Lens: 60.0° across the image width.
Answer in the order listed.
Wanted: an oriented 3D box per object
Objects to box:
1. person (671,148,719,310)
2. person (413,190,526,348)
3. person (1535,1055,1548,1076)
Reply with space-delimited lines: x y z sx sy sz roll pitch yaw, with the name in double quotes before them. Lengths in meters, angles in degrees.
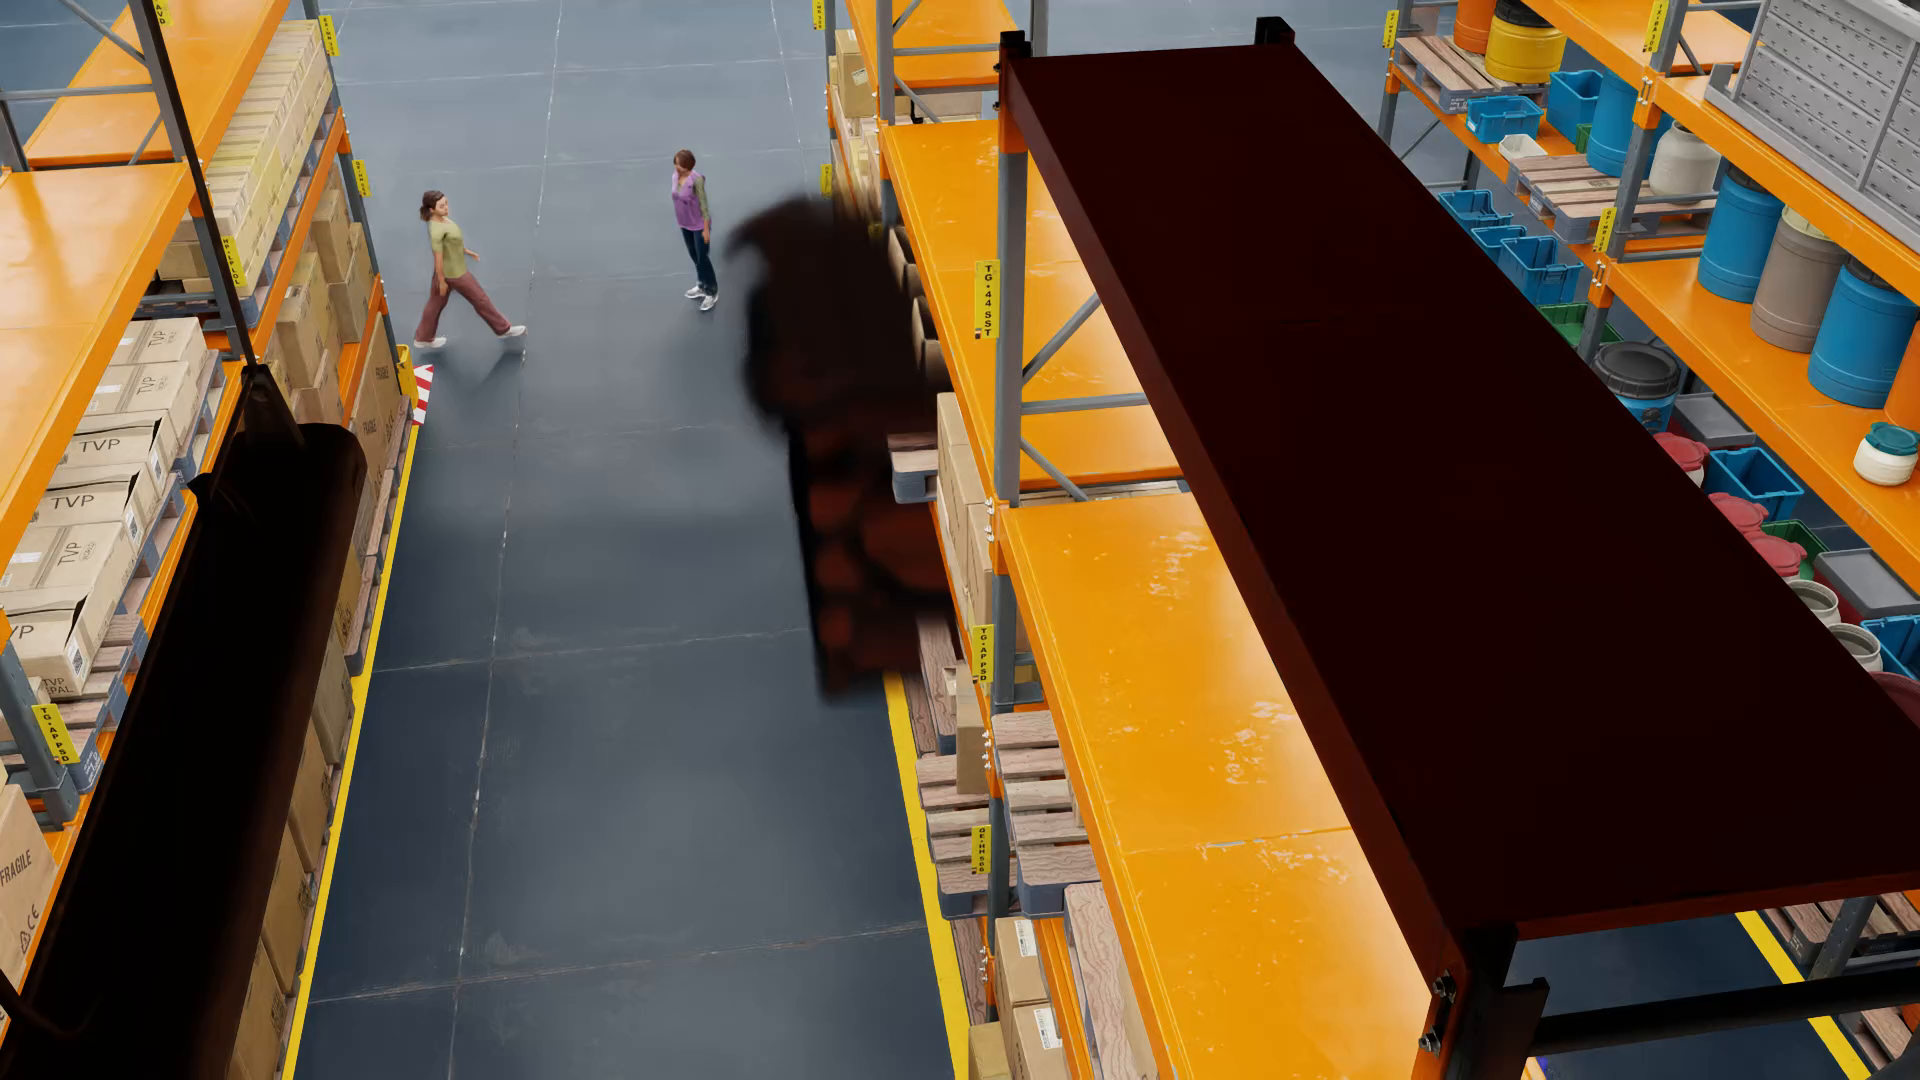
"person" -2.621 -3.083 16.305 0.491 1.608 0.329 29 45 33
"person" -4.711 -2.544 15.531 1.030 1.611 0.468 -18 40 -23
"person" 2.569 2.800 8.007 0.451 1.444 0.928 -3 36 -4
